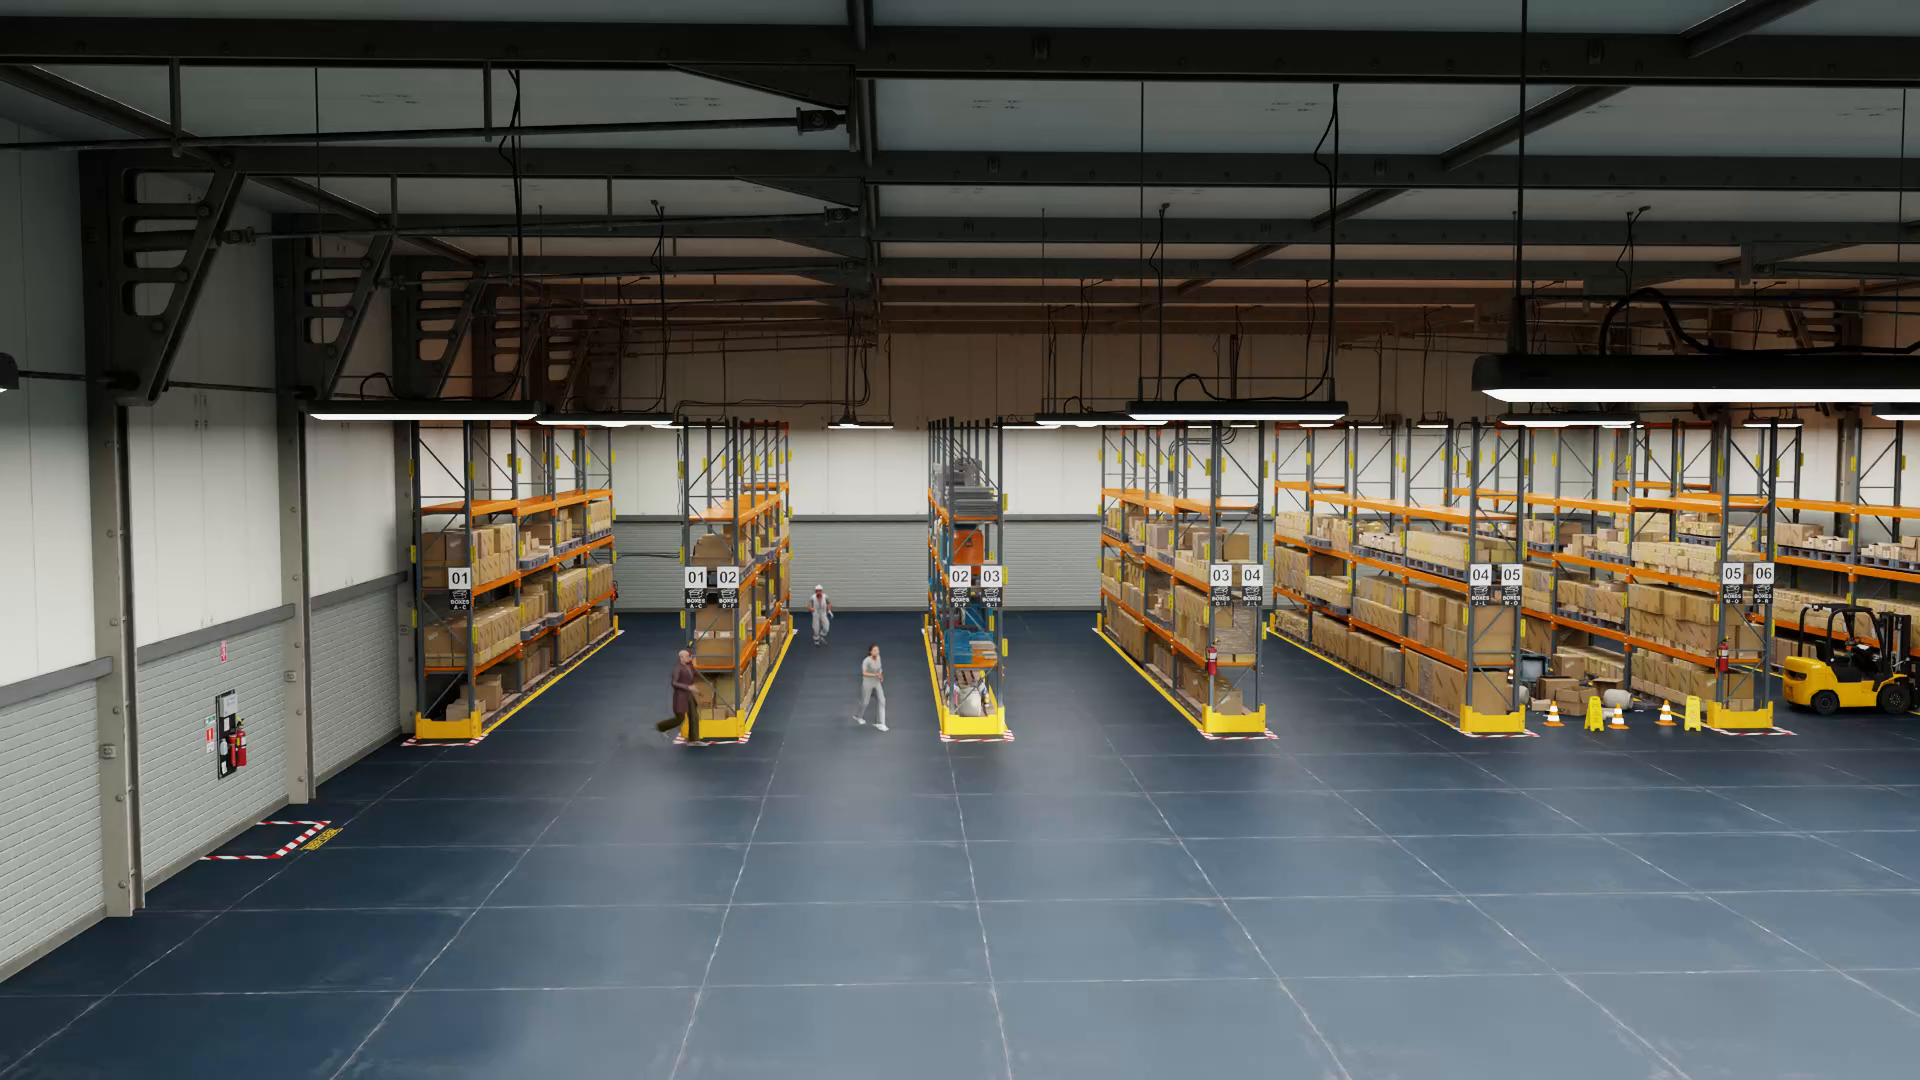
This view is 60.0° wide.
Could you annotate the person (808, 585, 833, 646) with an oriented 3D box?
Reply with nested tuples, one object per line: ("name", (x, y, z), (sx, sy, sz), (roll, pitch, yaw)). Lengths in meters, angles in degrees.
("person", (-3.700, 2.020, 44.027), (0.691, 1.675, 0.788), (-1, 4, -14))

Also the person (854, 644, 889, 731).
("person", (-1.731, 2.809, 32.018), (0.576, 1.654, 0.962), (-3, 5, -39))

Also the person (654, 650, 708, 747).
("person", (-5.066, 2.872, 30.156), (1.033, 1.758, 0.715), (1, 4, 19))
